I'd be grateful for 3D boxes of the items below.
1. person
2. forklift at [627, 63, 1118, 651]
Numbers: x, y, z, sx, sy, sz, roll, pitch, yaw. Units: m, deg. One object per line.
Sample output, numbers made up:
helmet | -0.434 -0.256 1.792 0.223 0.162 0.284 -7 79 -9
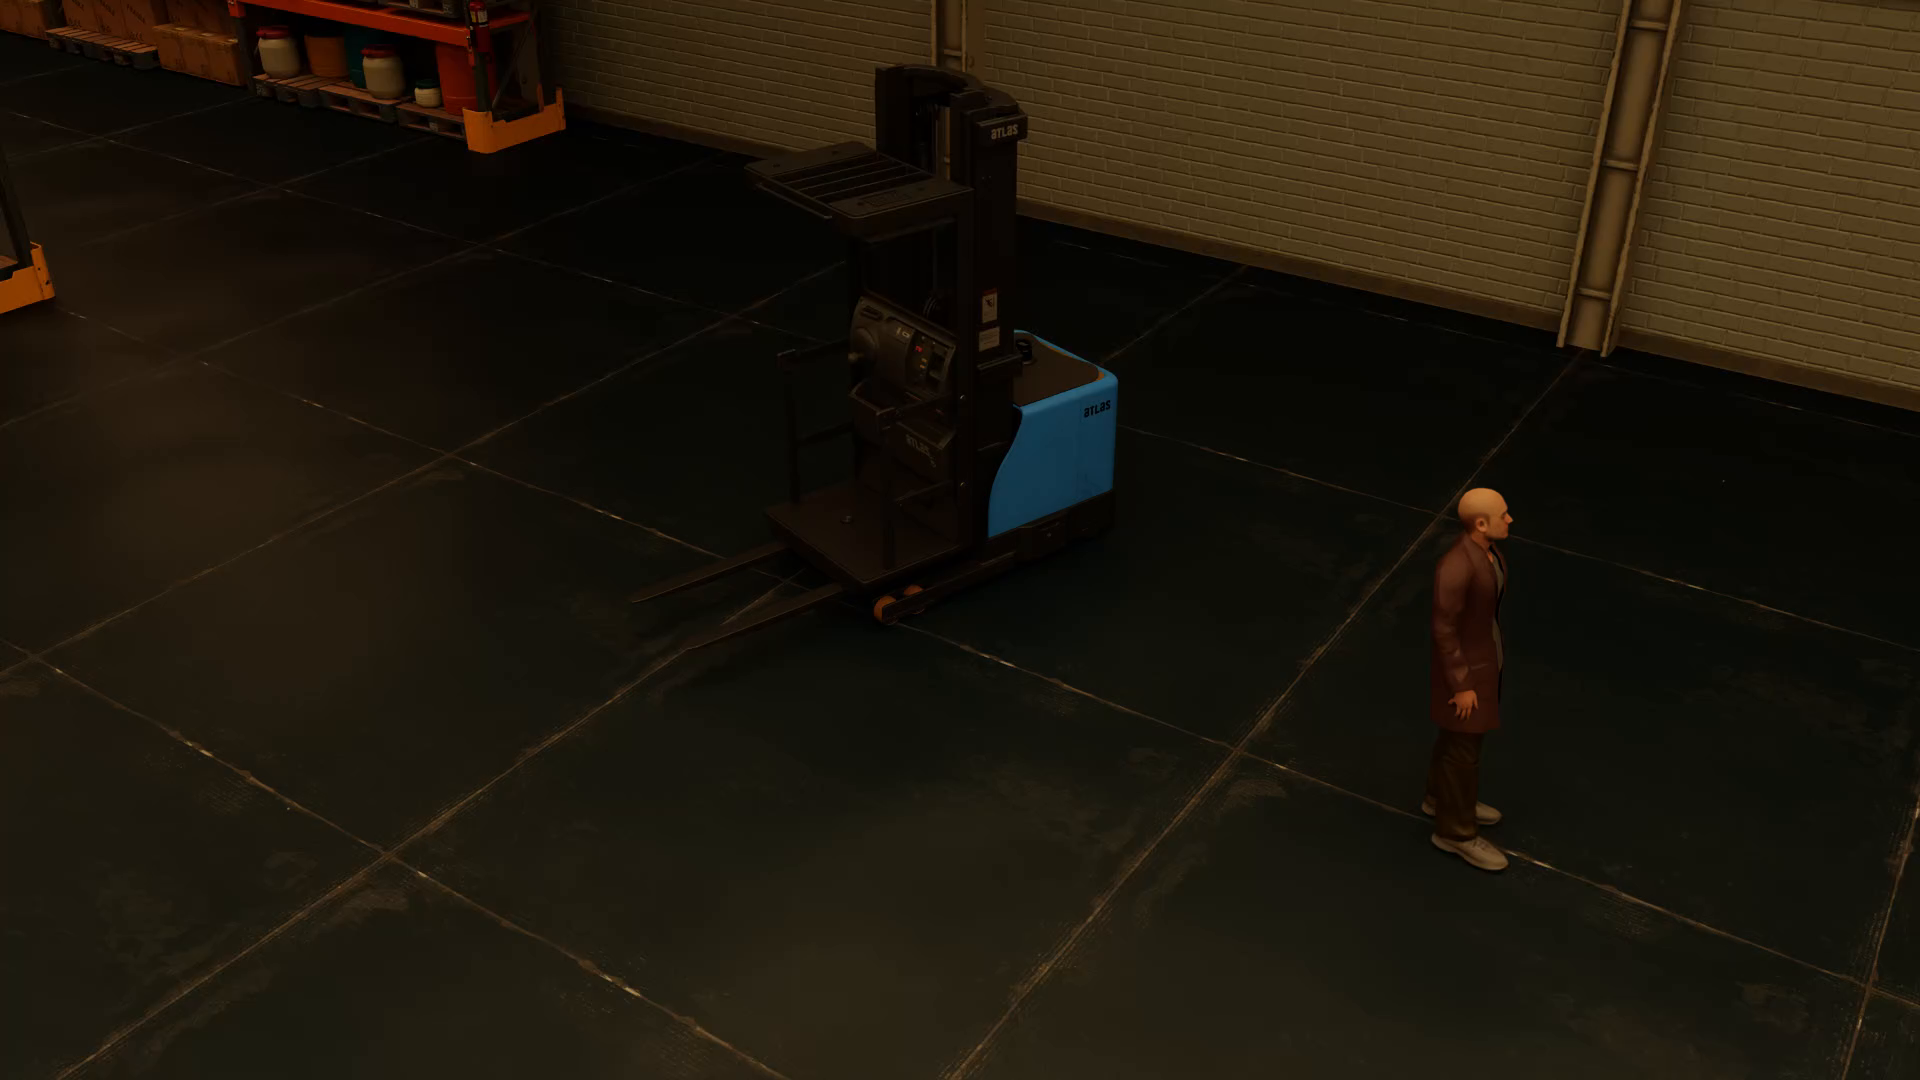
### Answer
person | 2.435 0.605 7.679 0.572 1.780 0.693 15 33 23
forklift | -0.498 -1.074 9.431 3.031 2.935 1.130 -21 36 -32
